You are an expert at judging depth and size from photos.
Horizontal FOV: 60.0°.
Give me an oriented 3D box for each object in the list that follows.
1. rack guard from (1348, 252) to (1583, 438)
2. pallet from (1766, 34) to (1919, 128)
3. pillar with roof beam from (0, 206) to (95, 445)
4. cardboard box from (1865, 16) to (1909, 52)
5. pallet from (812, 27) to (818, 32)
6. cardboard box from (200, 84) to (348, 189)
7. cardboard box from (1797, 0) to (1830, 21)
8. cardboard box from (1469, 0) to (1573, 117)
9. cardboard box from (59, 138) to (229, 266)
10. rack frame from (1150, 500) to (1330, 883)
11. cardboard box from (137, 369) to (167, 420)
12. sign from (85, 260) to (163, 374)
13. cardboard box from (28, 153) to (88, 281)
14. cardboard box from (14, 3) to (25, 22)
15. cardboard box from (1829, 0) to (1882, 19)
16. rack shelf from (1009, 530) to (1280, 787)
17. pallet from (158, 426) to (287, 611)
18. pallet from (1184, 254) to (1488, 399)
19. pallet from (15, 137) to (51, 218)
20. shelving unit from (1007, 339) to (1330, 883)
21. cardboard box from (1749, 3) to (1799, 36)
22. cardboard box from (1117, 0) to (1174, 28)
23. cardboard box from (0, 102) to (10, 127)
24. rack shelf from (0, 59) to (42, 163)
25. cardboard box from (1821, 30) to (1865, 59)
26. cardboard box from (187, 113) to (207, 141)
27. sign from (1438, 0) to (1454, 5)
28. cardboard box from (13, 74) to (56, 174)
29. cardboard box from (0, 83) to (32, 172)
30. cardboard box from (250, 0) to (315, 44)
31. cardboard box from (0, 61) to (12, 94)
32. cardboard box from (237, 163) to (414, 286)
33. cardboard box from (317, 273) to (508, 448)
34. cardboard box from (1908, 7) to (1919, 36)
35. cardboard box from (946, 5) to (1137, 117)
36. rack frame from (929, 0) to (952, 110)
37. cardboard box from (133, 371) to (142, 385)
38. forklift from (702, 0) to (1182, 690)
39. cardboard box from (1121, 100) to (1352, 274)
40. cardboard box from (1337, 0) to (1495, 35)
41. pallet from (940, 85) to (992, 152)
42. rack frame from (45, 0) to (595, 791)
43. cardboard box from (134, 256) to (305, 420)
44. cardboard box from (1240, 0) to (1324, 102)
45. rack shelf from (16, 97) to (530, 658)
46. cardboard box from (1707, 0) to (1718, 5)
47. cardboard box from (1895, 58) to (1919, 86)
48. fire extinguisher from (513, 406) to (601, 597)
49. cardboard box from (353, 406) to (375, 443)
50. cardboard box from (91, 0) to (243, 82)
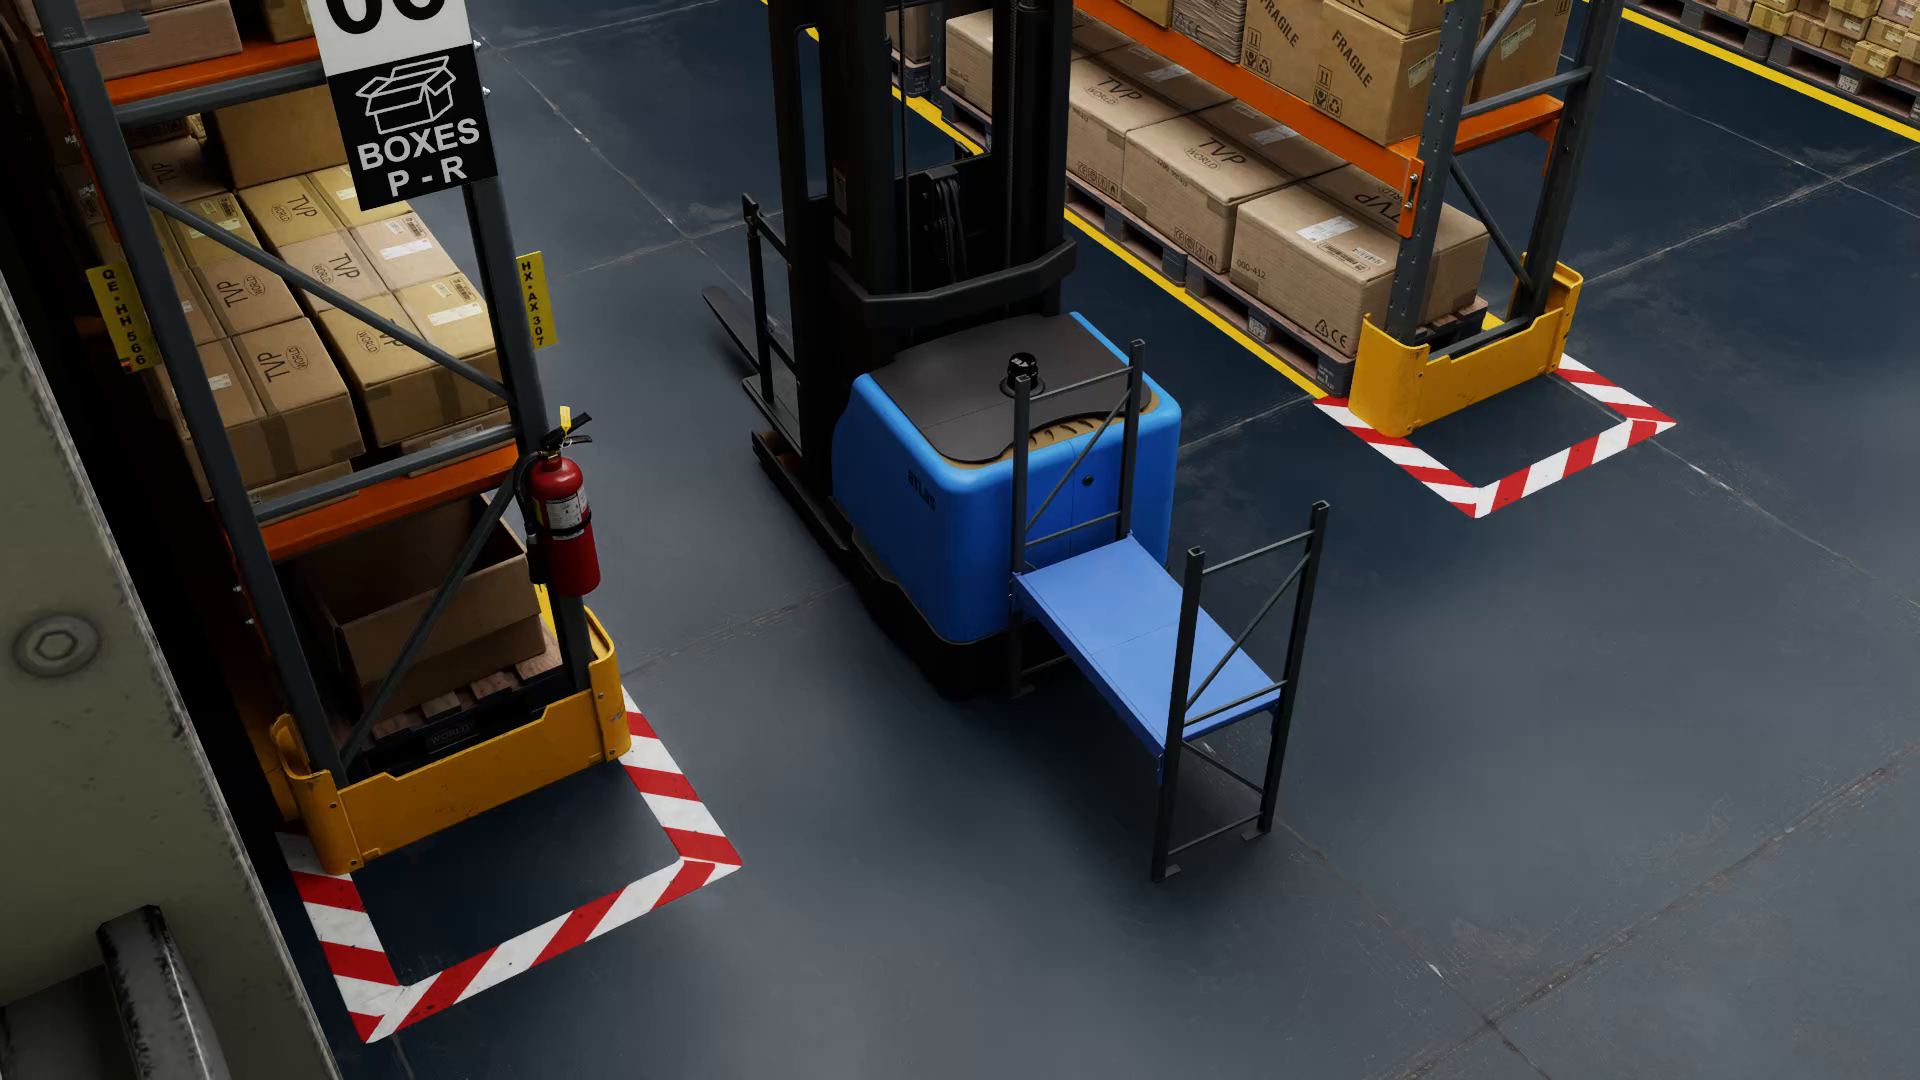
[{"bbox_3d":[2.429,-0.948,7.997,1.175,0.500,0.348,-22,45,-24],"label":"rack guard"},{"bbox_3d":[6.087,-3.100,10.806,1.003,0.211,1.213,-22,45,-24],"label":"pallet"},{"bbox_3d":[-0.674,-5.470,6.785,9.100,9.000,0.400,-22,45,-24],"label":"pillar with roof beam"},{"bbox_3d":[5.916,-3.207,10.422,0.380,0.149,0.250,-23,45,-25],"label":"cardboard box"},{"bbox_3d":[-0.873,-4.059,11.956,1.003,0.211,1.213,-22,45,-24],"label":"pallet"},{"bbox_3d":[-2.591,-1.703,6.249,0.500,0.500,0.500,-21,44,-23],"label":"cardboard box"},{"bbox_3d":[5.672,-3.507,10.782,0.380,0.149,0.250,-23,45,-25],"label":"cardboard box"},{"bbox_3d":[2.400,-2.318,7.610,0.500,0.500,0.500,-23,45,-25],"label":"cardboard box"},{"bbox_3d":[-3.058,-1.254,6.297,0.500,0.250,0.500,-22,45,-24],"label":"cardboard box"},{"bbox_3d":[0.893,0.539,5.432,0.500,1.500,0.032,-19,43,-21],"label":"rack frame"},{"bbox_3d":[-2.656,-0.595,5.817,0.380,0.149,0.250,-22,45,-24],"label":"cardboard box"},{"bbox_3d":[-2.246,-0.597,4.472,0.100,0.325,0.005,-22,45,-24],"label":"sign"},{"bbox_3d":[-4.431,-1.734,8.613,0.500,0.500,0.500,-22,45,-25],"label":"cardboard box"},{"bbox_3d":[-2.485,-1.611,4.693,0.380,0.149,0.250,-21,44,-23],"label":"cardboard box"},{"bbox_3d":[5.704,-3.425,10.451,0.380,0.149,0.250,-23,45,-25],"label":"cardboard box"},{"bbox_3d":[0.652,0.391,5.891,0.538,0.185,1.000,-19,43,-21],"label":"rack shelf"},{"bbox_3d":[-2.889,-0.268,7.407,1.003,0.211,1.213,-22,45,-24],"label":"pallet"},{"bbox_3d":[1.920,-1.255,8.591,1.003,0.211,1.213,-22,45,-24],"label":"pallet"},{"bbox_3d":[-5.047,-2.384,9.946,1.003,0.211,1.213,-22,45,-24],"label":"pallet"},{"bbox_3d":[0.652,0.252,5.775,0.538,1.500,1.048,-19,43,-21],"label":"shelving unit"},{"bbox_3d":[5.450,-3.479,10.981,0.380,0.149,0.250,-24,46,-26],"label":"cardboard box"},{"bbox_3d":[1.103,-2.954,8.373,0.500,0.500,0.500,-21,44,-23],"label":"cardboard box"},{"bbox_3d":[-5.547,-2.849,9.951,0.500,0.500,0.500,-20,44,-22],"label":"cardboard box"},{"bbox_3d":[-4.993,-3.173,9.277,1.077,0.370,4.000,-22,45,-24],"label":"rack shelf"},{"bbox_3d":[5.783,-3.235,10.688,0.380,0.149,0.250,-22,45,-25],"label":"cardboard box"},{"bbox_3d":[-2.899,-1.697,6.828,0.500,0.250,0.500,-23,45,-25],"label":"cardboard box"},{"bbox_3d":[1.951,-2.278,6.551,0.100,0.325,0.005,-22,45,-24],"label":"sign"},{"bbox_3d":[-3.604,-1.798,6.949,0.500,0.250,0.500,-23,45,-25],"label":"cardboard box"},{"bbox_3d":[-4.974,-2.292,9.281,0.500,0.500,0.500,-24,46,-26],"label":"cardboard box"},{"bbox_3d":[-1.742,-1.519,4.583,0.380,0.149,0.250,-21,44,-24],"label":"cardboard box"},{"bbox_3d":[-5.091,-2.604,9.149,0.380,0.149,0.250,-22,44,-24],"label":"cardboard box"},{"bbox_3d":[-2.330,-1.150,6.171,0.500,0.250,0.500,-23,45,-25],"label":"cardboard box"},{"bbox_3d":[-1.784,-0.605,5.518,0.500,0.250,0.500,-22,45,-24],"label":"cardboard box"},{"bbox_3d":[6.037,-3.173,10.149,0.380,0.149,0.250,-22,44,-24],"label":"cardboard box"},{"bbox_3d":[0.512,-2.882,10.039,0.875,0.438,0.875,-23,45,-25],"label":"cardboard box"},{"bbox_3d":[0.265,-4.081,9.804,1.000,3.000,0.127,-22,45,-24],"label":"rack frame"},{"bbox_3d":[-3.762,-1.060,7.952,0.500,0.311,0.500,-21,44,-23],"label":"cardboard box"},{"bbox_3d":[-0.297,-1.479,6.735,1.130,2.935,3.031,-19,43,-21],"label":"forklift"},{"bbox_3d":[1.478,-1.911,8.874,0.875,0.438,0.875,-21,44,-23],"label":"cardboard box"},{"bbox_3d":[1.956,-2.522,7.075,0.500,0.500,0.500,-21,44,-23],"label":"cardboard box"},{"bbox_3d":[0.608,-2.572,10.172,1.003,0.211,1.213,-22,45,-24],"label":"pallet"},{"bbox_3d":[-1.767,-0.211,5.160,1.000,3.000,0.127,-22,45,-24],"label":"rack frame"},{"bbox_3d":[-2.514,-0.703,5.636,0.500,0.250,0.500,-22,45,-24],"label":"cardboard box"},{"bbox_3d":[1.676,-2.405,7.715,0.500,0.500,0.500,-23,45,-25],"label":"cardboard box"},{"bbox_3d":[-2.842,-1.014,6.686,1.077,0.370,4.000,-22,45,-24],"label":"rack shelf"},{"bbox_3d":[5.247,-3.796,11.361,0.380,0.149,0.250,-21,44,-23],"label":"cardboard box"},{"bbox_3d":[6.076,-2.958,10.356,0.380,0.149,0.250,-21,44,-24],"label":"cardboard box"},{"bbox_3d":[-1.298,-0.118,5.400,0.296,0.674,0.183,-22,45,-24],"label":"fire extinguisher"},{"bbox_3d":[-1.888,-0.508,5.712,0.380,0.149,0.250,-21,44,-23],"label":"cardboard box"},{"bbox_3d":[-2.134,-1.360,4.392,0.380,0.149,0.250,-21,44,-23],"label":"cardboard box"}]
